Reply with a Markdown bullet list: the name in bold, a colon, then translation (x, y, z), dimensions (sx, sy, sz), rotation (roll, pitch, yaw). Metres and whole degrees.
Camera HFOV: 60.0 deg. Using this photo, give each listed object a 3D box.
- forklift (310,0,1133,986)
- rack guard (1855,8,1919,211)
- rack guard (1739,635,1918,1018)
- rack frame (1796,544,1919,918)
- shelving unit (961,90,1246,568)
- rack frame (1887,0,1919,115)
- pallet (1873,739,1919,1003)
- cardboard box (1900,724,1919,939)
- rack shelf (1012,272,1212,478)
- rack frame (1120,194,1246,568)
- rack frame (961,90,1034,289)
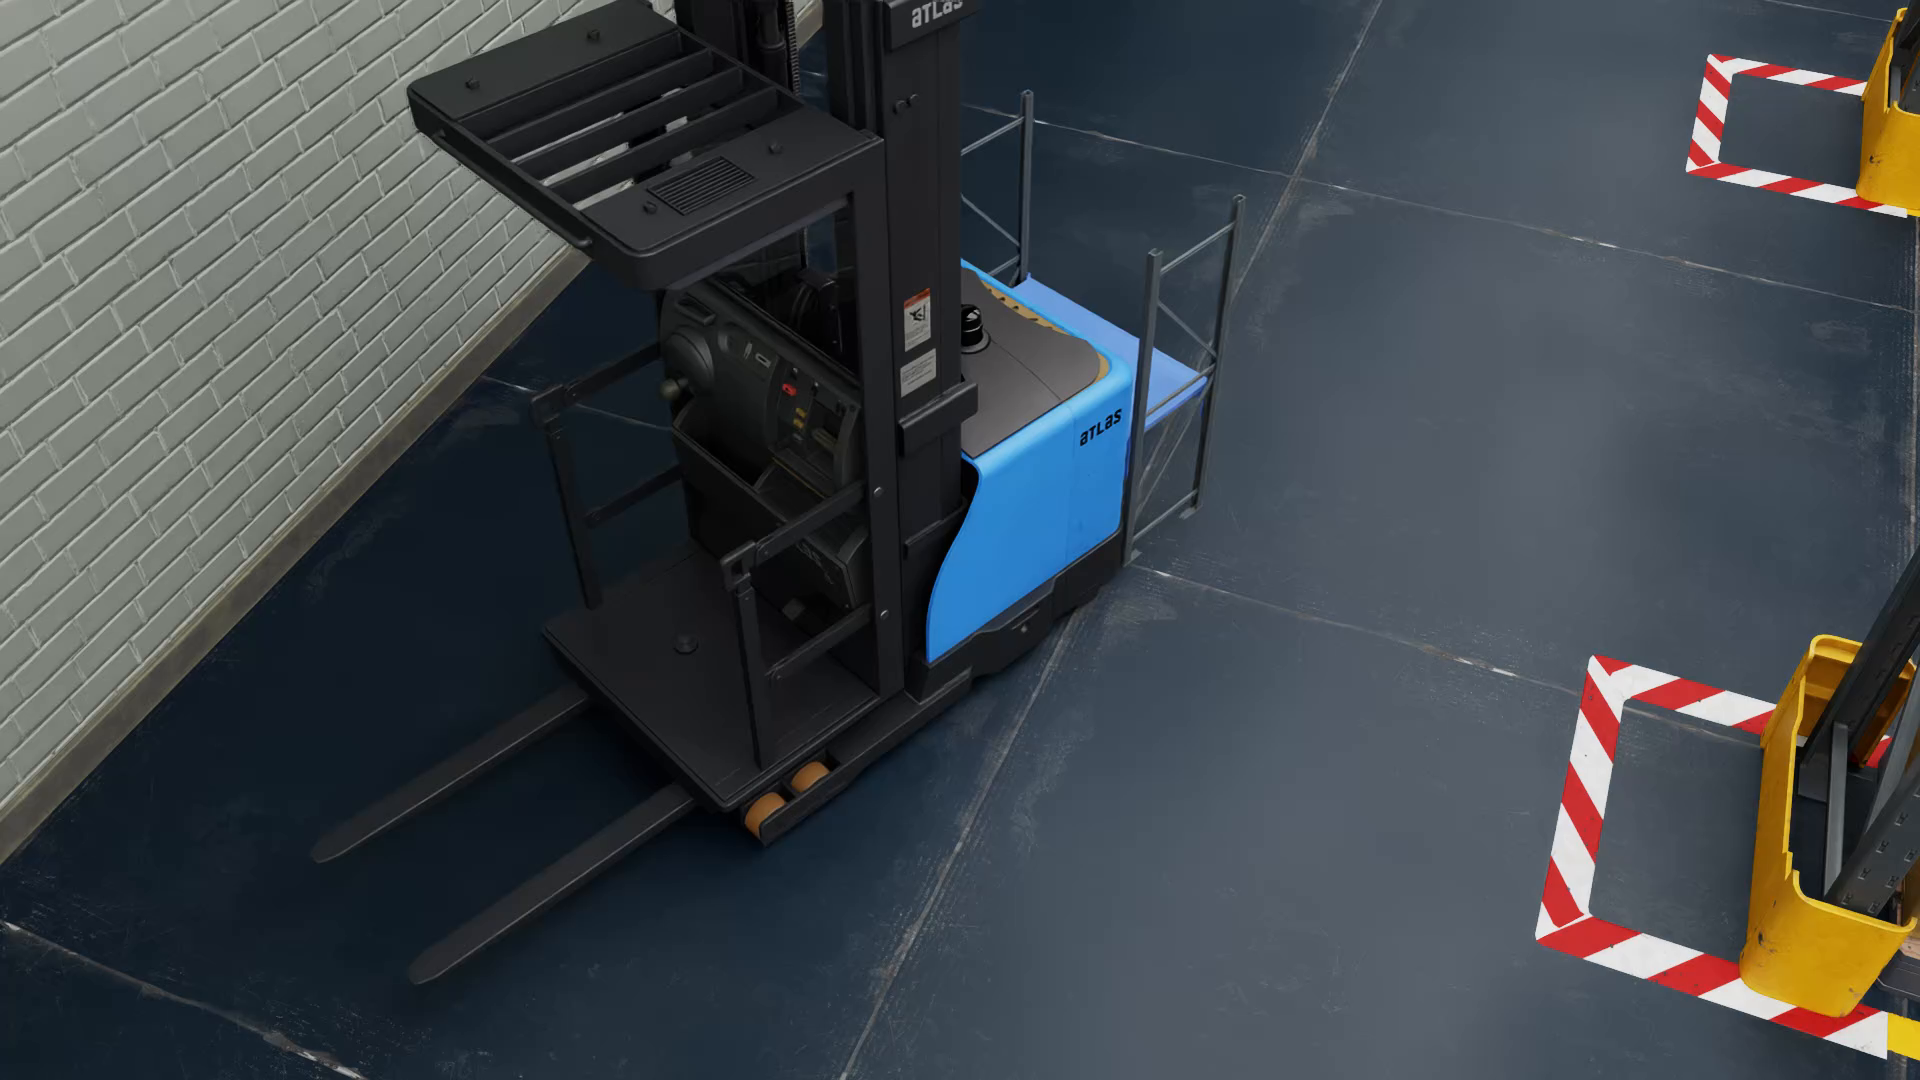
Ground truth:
- **forklift**: translation (-0.789, -0.426, 5.100), dimensions (3.031, 2.935, 1.130), rotation (-34, 54, -29)
- **rack guard**: translation (4.964, -2.258, 8.665), dimensions (0.348, 0.500, 1.175), rotation (16, 47, 16)
- **rack guard**: translation (2.869, 0.916, 5.475), dimensions (0.348, 0.500, 1.175), rotation (16, 47, 16)
- **rack frame**: translation (2.891, 0.036, 4.587), dimensions (0.127, 3.000, 1.000), rotation (16, 47, 16)
- **shelving unit**: translation (0.456, -0.804, 6.495), dimensions (1.048, 1.500, 0.538), rotation (35, 54, 30)
- **rack frame**: translation (4.894, -3.165, 7.805), dimensions (0.127, 3.000, 1.000), rotation (16, 47, 16)
- **pallet**: translation (3.659, 1.191, 5.404), dimensions (1.213, 0.211, 1.003), rotation (16, 47, 16)
- **cardboard box**: translation (3.512, 0.762, 5.066), dimensions (0.875, 0.875, 0.875), rotation (16, 47, 16)
- **rack shelf**: translation (0.456, -0.677, 6.622), dimensions (1.000, 0.185, 0.538), rotation (35, 54, 30)
- **rack frame**: translation (0.818, -0.552, 6.242), dimensions (0.032, 1.500, 0.500), rotation (35, 54, 30)
- **rack frame**: translation (0.095, -1.056, 6.748), dimensions (0.032, 1.500, 0.500), rotation (35, 54, 30)
